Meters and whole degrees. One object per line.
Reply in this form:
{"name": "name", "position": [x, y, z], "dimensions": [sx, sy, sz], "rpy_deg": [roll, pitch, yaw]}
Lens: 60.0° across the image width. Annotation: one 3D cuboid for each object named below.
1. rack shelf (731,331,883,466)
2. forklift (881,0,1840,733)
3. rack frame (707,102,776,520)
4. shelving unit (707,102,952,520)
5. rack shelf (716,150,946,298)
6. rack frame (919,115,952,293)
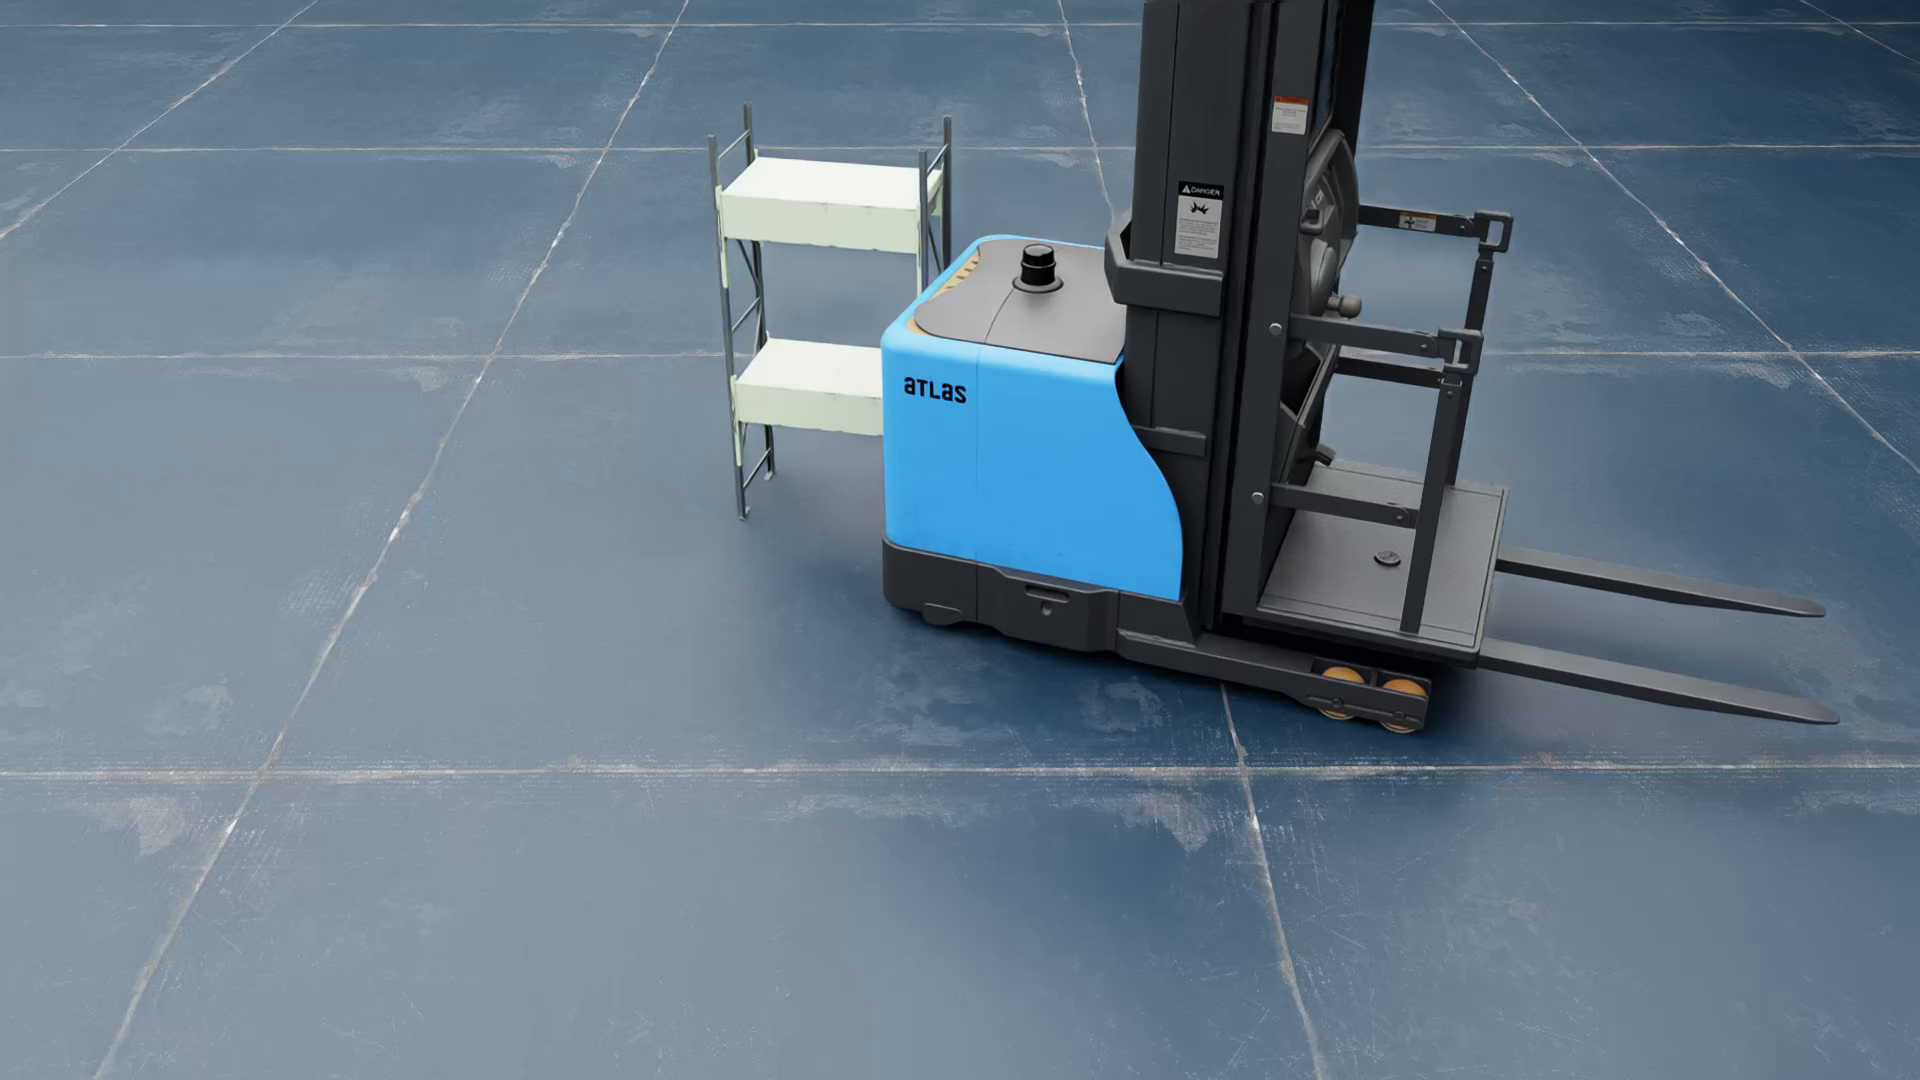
{"name": "rack shelf", "position": [-0.441, -0.500, 6.257], "dimensions": [0.720, 0.370, 0.431], "rpy_deg": [7, 32, 11]}
{"name": "forklift", "position": [1.304, -0.957, 5.002], "dimensions": [3.031, 2.935, 1.130], "rpy_deg": [11, 33, 17]}
{"name": "rack frame", "position": [-0.798, -0.820, 6.156], "dimensions": [0.023, 1.500, 0.400], "rpy_deg": [7, 32, 11]}
{"name": "shelving unit", "position": [-0.441, -0.779, 6.088], "dimensions": [0.755, 1.500, 0.431], "rpy_deg": [7, 32, 11]}
{"name": "rack shelf", "position": [-0.441, -1.113, 5.886], "dimensions": [0.720, 0.370, 0.431], "rpy_deg": [7, 32, 11]}
{"name": "rack frame", "position": [-0.083, -0.738, 6.021], "dimensions": [0.023, 1.500, 0.400], "rpy_deg": [7, 32, 11]}
